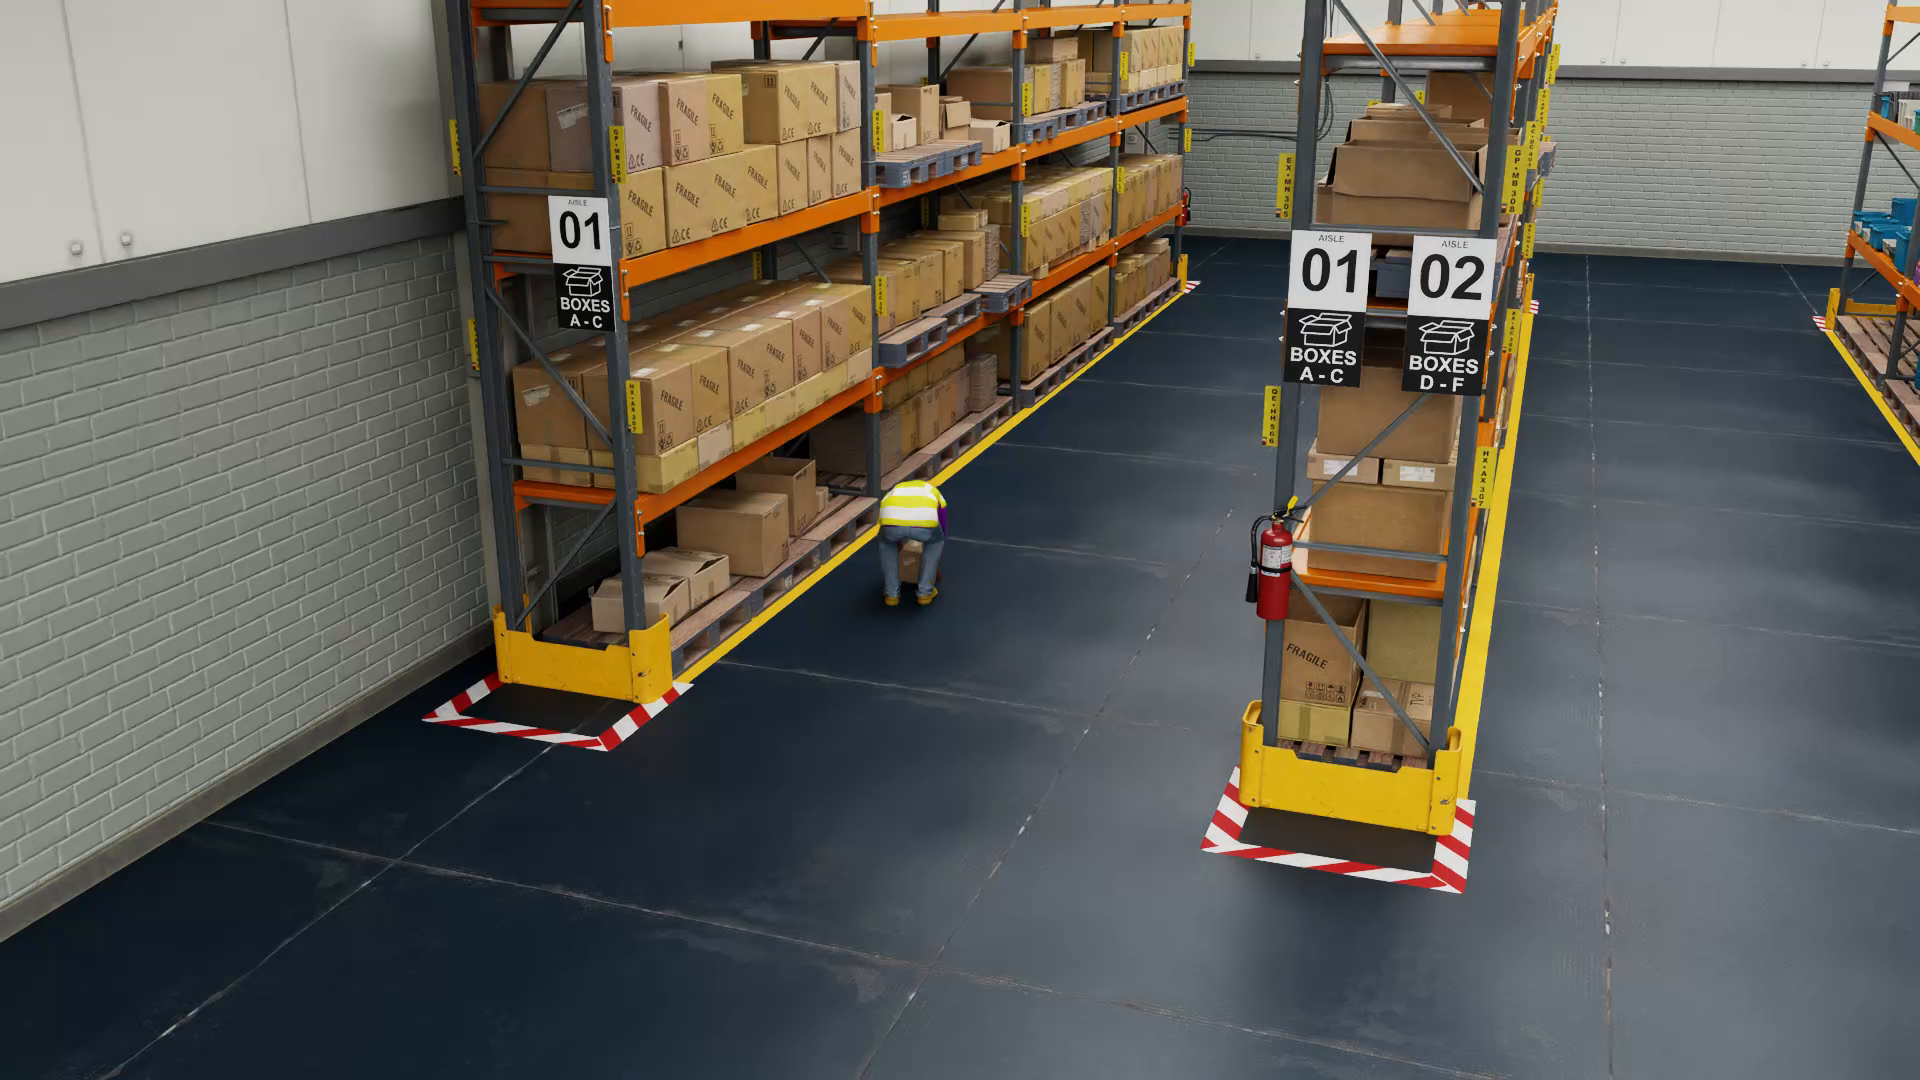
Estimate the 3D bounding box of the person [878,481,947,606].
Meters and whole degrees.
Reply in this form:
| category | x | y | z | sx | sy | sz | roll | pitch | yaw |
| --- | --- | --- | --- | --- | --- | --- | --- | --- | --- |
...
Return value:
| category | x | y | z | sx | sy | sz | roll | pitch | yaw |
| --- | --- | --- | --- | --- | --- | --- | --- | --- | --- |
| person | -0.361 | -0.025 | 12.476 | 0.507 | 0.907 | 0.978 | 1 | 19 | 4 |
